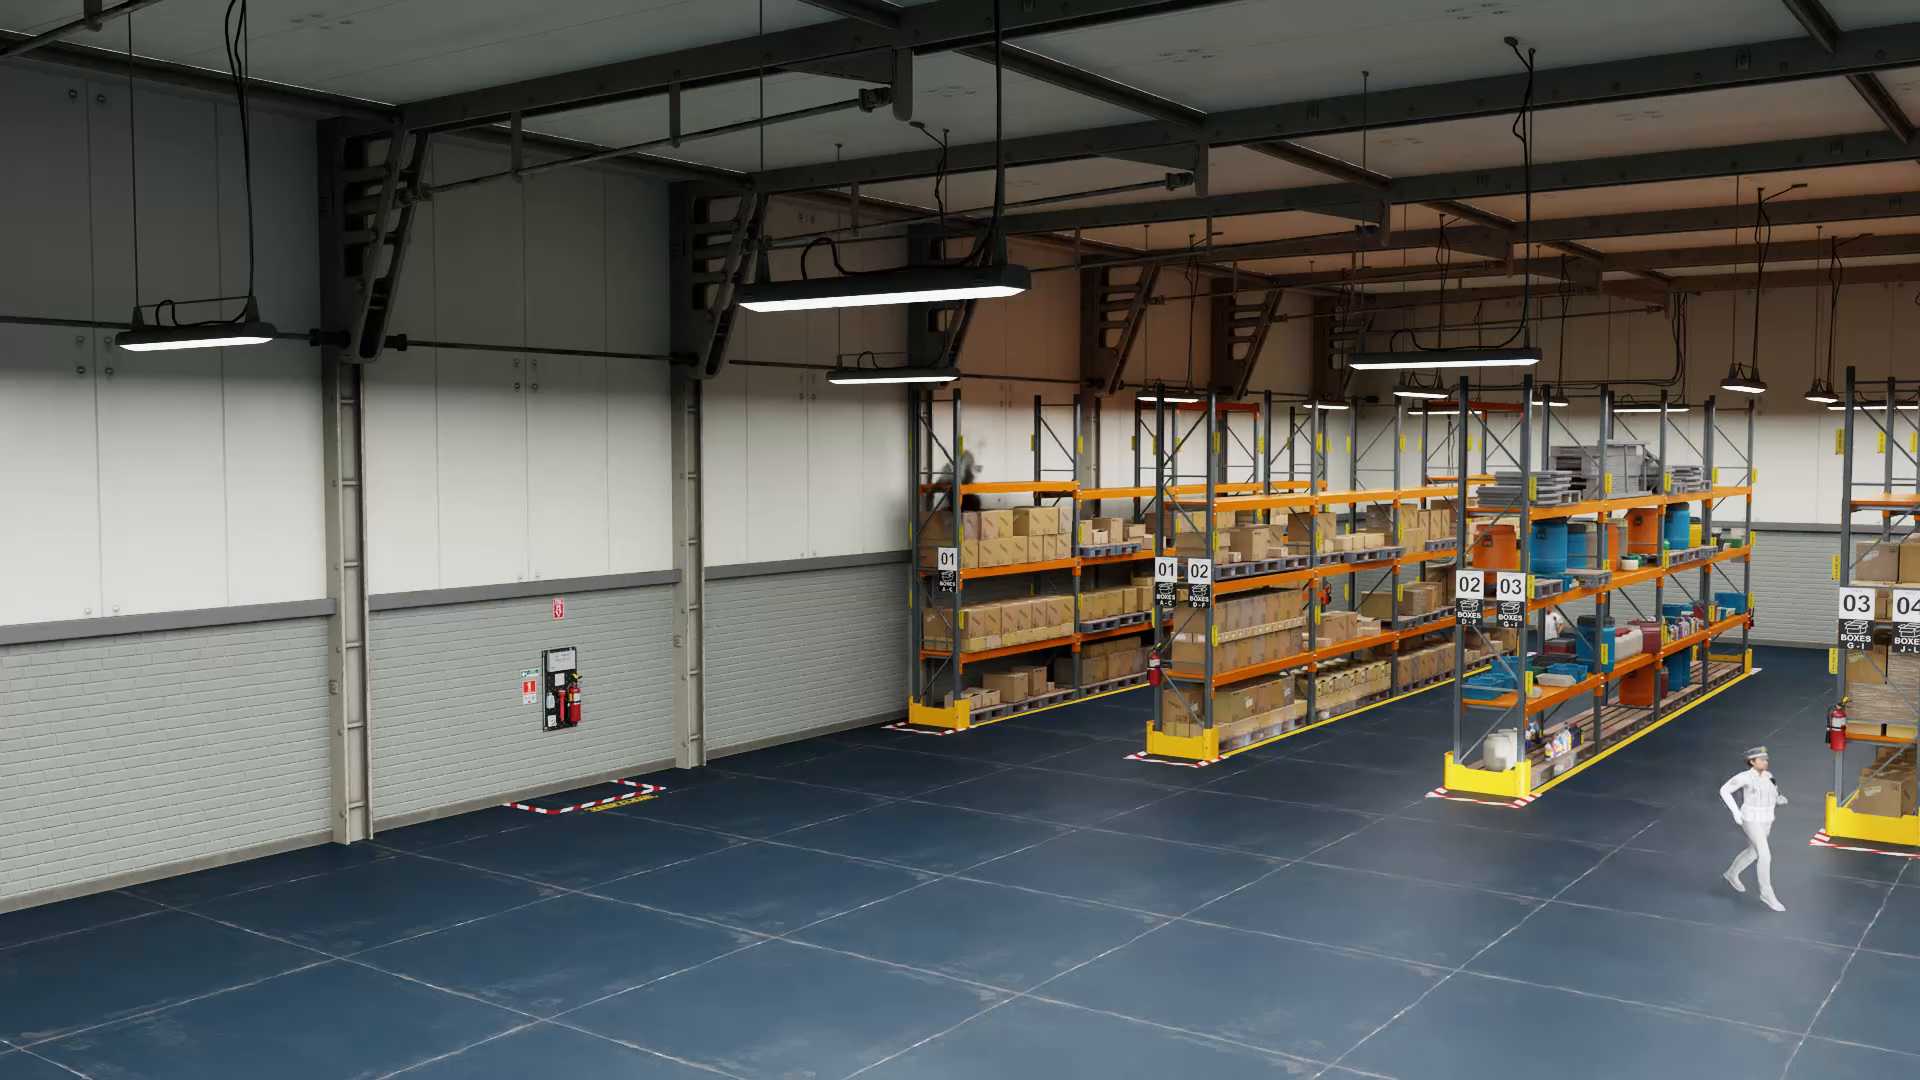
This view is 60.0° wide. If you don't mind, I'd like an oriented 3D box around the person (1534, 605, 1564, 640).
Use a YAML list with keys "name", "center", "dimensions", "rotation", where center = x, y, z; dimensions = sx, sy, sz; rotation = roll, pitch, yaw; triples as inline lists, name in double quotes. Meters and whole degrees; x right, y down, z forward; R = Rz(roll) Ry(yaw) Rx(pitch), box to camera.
- name: "person"
  center: [12.562, 2.162, 35.515]
  dimensions: [0.583, 1.701, 0.660]
  rotation: [2, 4, 25]

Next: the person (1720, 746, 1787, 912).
- name: "person"
  center: [8.706, 3.103, 18.180]
  dimensions: [0.593, 1.725, 0.840]
  rotation: [-2, 4, -26]
